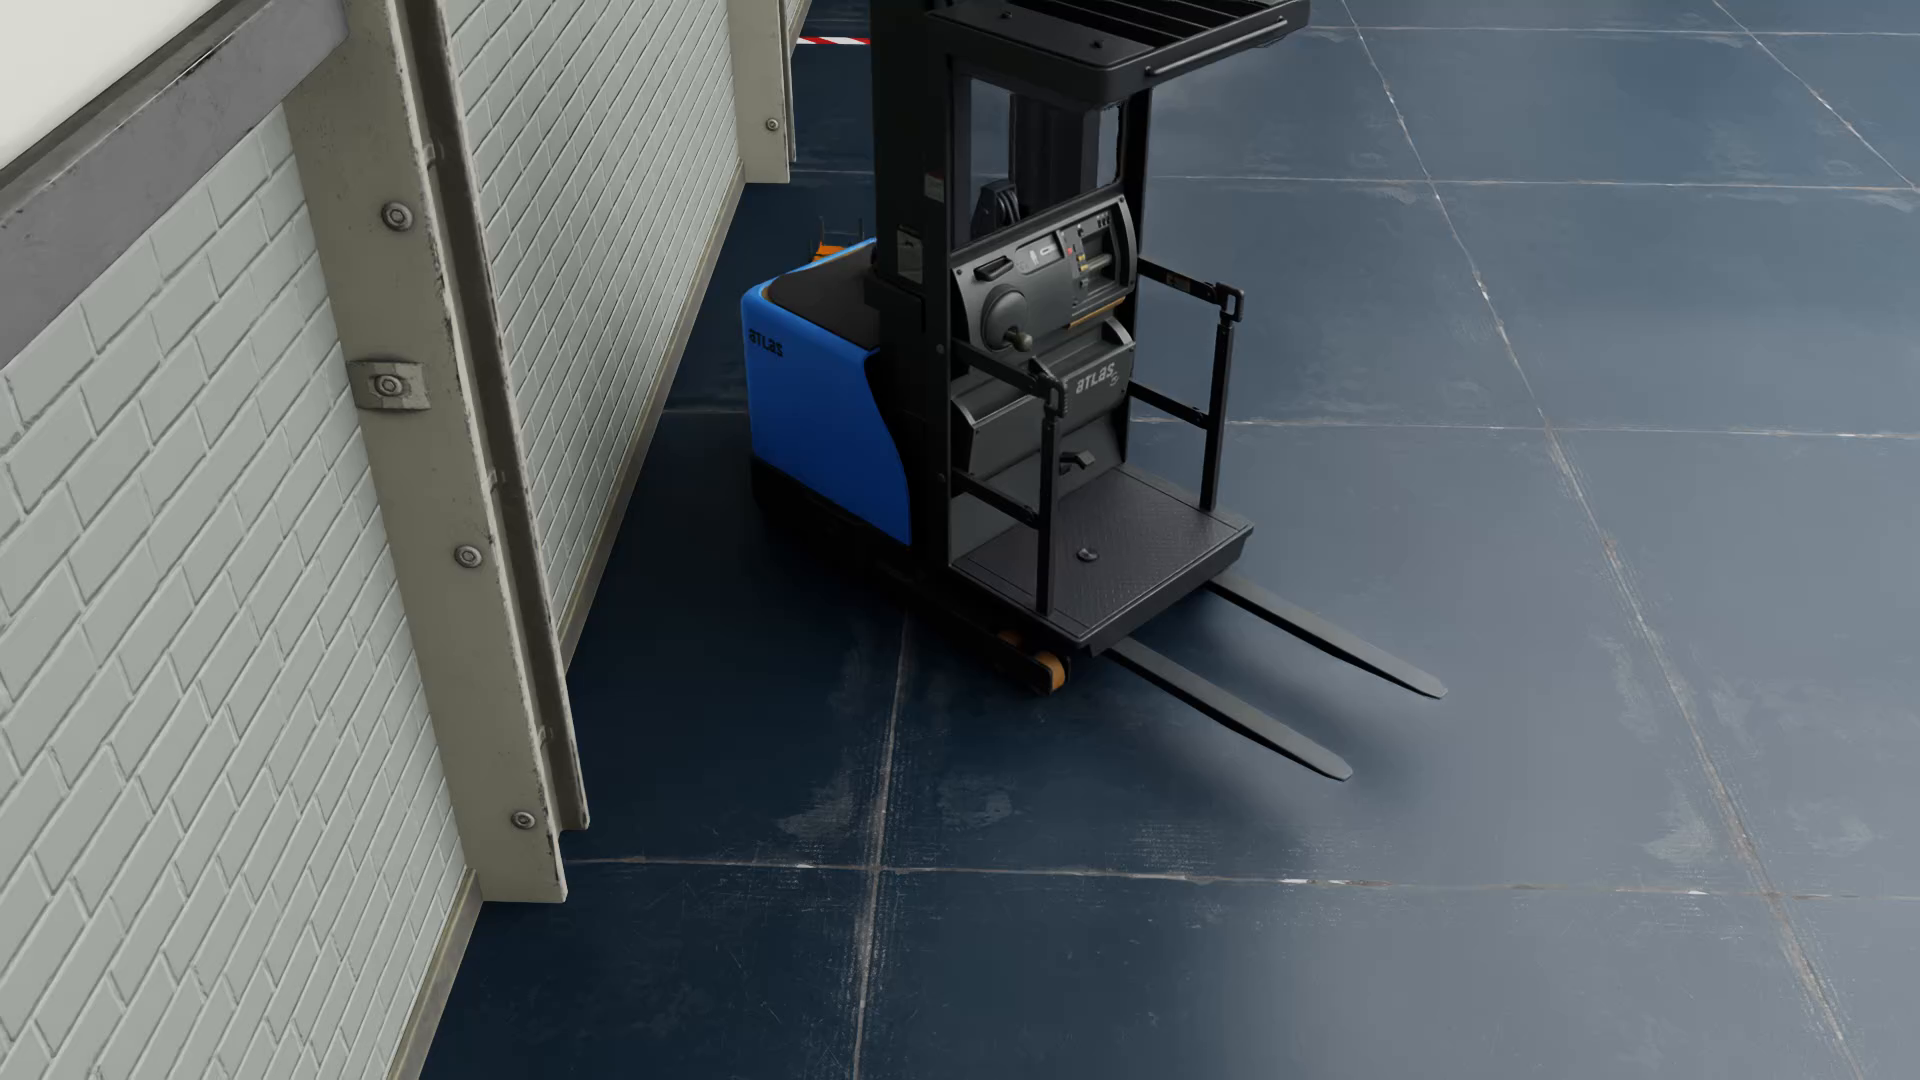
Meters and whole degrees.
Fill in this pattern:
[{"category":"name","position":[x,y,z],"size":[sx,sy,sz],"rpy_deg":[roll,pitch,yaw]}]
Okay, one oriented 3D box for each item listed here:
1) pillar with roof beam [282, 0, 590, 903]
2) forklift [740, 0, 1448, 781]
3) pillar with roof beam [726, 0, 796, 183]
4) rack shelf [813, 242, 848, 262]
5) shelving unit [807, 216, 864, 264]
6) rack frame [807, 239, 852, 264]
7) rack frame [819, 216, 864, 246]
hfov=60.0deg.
[{"category":"pillar with roof beam","position":[2.838,-2.492,2.970],"size":[9.100,9.000,0.400],"rpy_deg":[1,35,2]},{"category":"forklift","position":[0.477,-0.942,6.042],"size":[3.031,2.935,1.130],"rpy_deg":[30,45,35]},{"category":"pillar with roof beam","position":[3.079,-5.939,7.875],"size":[9.100,9.000,0.400],"rpy_deg":[1,35,2]},{"category":"rack shelf","position":[-0.554,-1.177,7.536],"size":[0.215,0.259,0.240],"rpy_deg":[5,35,7]},{"category":"shelving unit","position":[-0.554,-0.953,7.693],"size":[0.215,1.050,0.252],"rpy_deg":[5,35,7]},{"category":"rack frame","position":[-0.572,-0.884,7.595],"size":[0.200,1.050,0.008],"rpy_deg":[5,35,7]},{"category":"rack frame","position":[-0.536,-1.023,7.792],"size":[0.200,1.050,0.008],"rpy_deg":[5,35,7]}]
